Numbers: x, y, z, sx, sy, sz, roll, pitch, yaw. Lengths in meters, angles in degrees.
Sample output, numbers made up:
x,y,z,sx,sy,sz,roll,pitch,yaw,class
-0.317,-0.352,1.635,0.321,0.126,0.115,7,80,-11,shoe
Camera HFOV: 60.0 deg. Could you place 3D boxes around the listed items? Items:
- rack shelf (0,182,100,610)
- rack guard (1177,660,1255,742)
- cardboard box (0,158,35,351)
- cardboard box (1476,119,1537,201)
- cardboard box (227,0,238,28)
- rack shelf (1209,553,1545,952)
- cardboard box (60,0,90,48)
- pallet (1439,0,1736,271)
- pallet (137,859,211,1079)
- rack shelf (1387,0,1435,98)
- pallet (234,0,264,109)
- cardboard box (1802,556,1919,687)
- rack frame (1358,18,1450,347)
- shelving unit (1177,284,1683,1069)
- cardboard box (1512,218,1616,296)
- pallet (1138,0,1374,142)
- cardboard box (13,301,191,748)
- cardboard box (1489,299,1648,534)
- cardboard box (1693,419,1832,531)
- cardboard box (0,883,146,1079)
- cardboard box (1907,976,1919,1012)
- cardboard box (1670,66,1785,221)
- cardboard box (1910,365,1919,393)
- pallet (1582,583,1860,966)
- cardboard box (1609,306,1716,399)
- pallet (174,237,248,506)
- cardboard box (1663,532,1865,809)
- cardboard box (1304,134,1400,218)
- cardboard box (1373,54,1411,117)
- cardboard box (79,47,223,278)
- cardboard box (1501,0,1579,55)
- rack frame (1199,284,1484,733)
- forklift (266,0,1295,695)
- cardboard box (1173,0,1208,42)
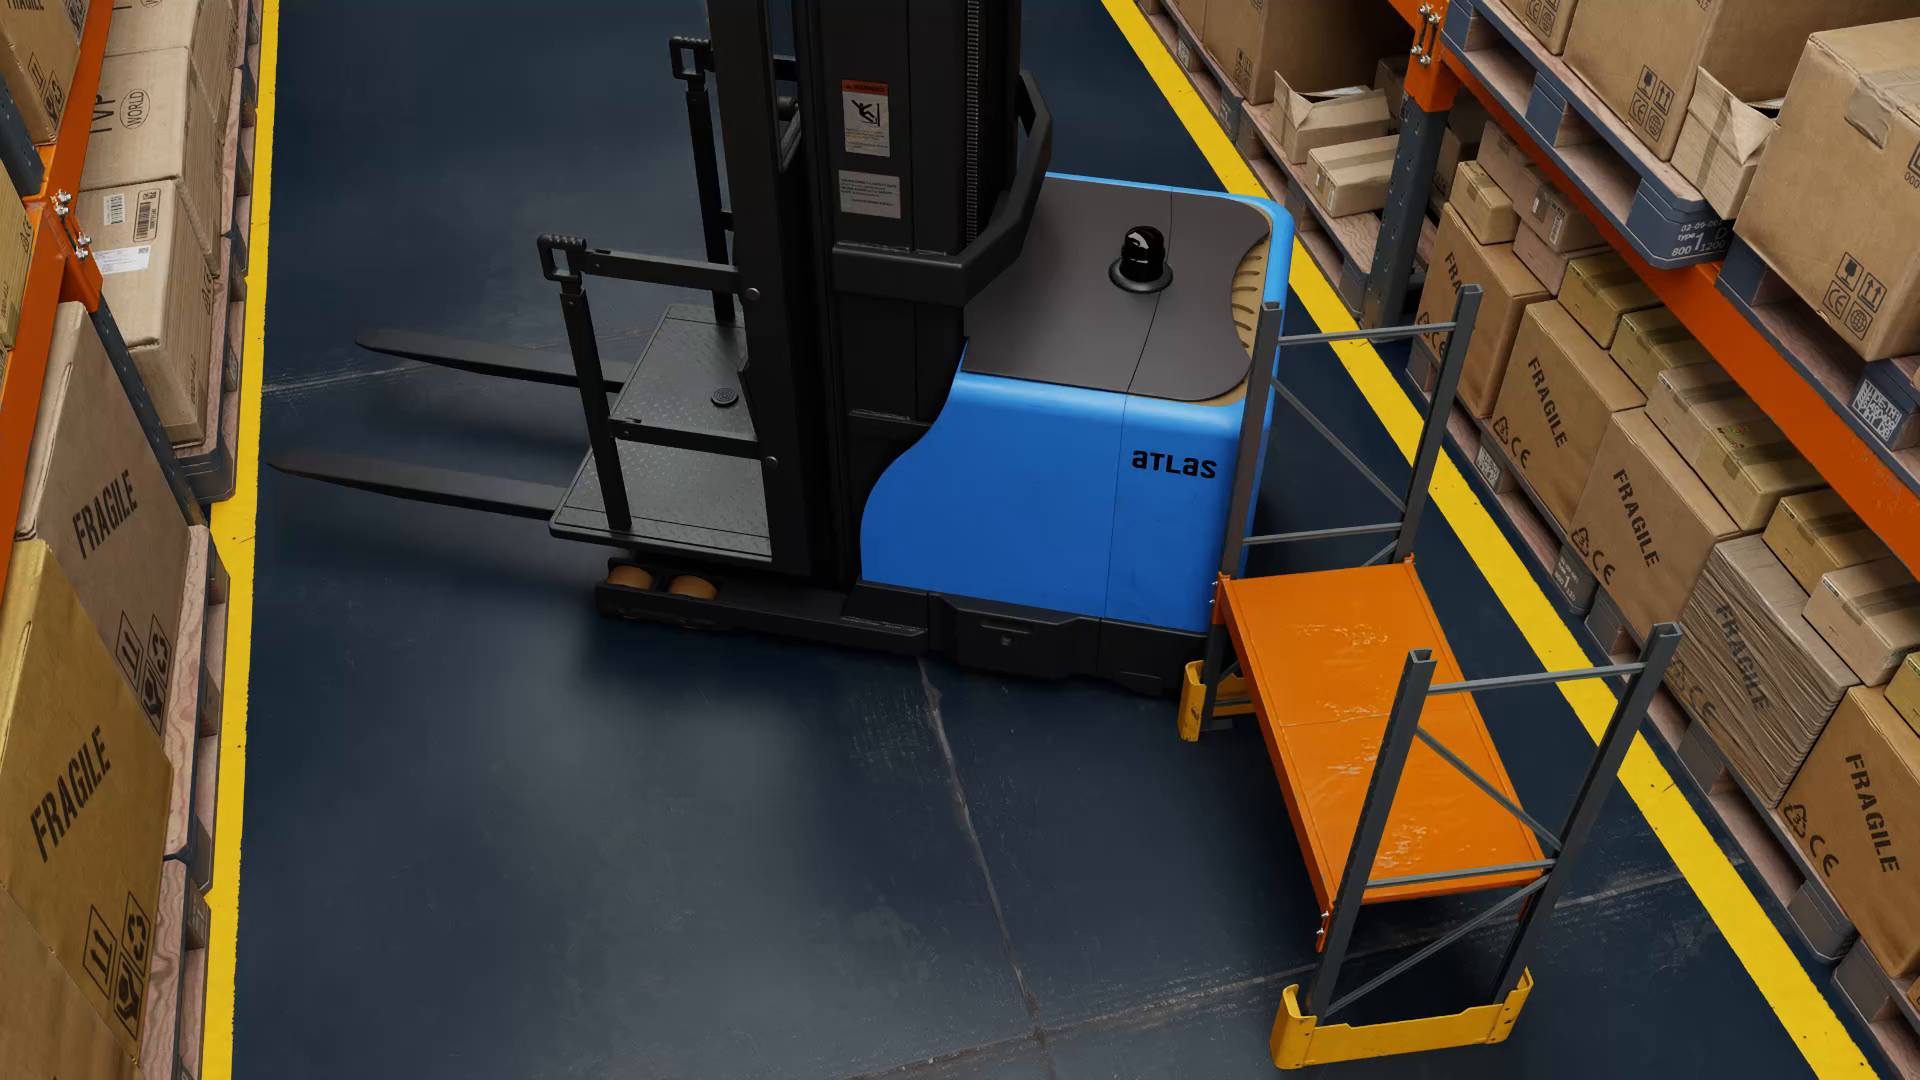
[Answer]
x,y,z,sx,sy,sz,roll,pitch,yaw,class
-2.348,0.669,2.998,1.077,0.370,4.000,-11,47,-10,rack shelf
0.913,0.426,4.658,0.587,0.250,0.087,-5,46,-5,rack guard
-2.502,-0.648,3.889,0.500,0.250,0.500,-12,47,-11,cardboard box
1.830,-1.192,5.112,0.380,0.149,0.250,-11,47,-11,cardboard box
-3.619,-2.538,7.137,0.875,0.438,0.875,-12,47,-12,cardboard box
0.980,0.473,3.988,0.538,0.185,1.000,-5,46,-5,rack shelf
-2.852,-1.719,4.764,0.500,0.500,0.500,-10,47,-10,cardboard box
2.036,-1.235,4.495,1.003,0.211,1.213,-11,47,-10,pallet
-2.274,1.375,3.755,1.003,0.211,1.213,-11,47,-10,pallet
1.425,-3.003,6.596,1.077,0.370,4.000,-11,47,-10,rack shelf
-3.604,-2.212,7.270,1.003,0.211,1.213,-11,47,-10,pallet
2.277,0.173,3.982,0.380,0.149,0.250,-13,47,-12,cardboard box
1.937,-1.874,4.986,1.000,3.000,0.127,-11,47,-10,rack frame
0.979,0.341,3.866,0.587,1.500,1.083,-5,46,-5,shelving unit
1.917,-0.900,5.033,0.380,0.149,0.250,-12,47,-11,cardboard box
1.446,-2.216,7.274,1.003,0.211,1.213,-11,47,-10,pallet
-2.624,0.046,4.298,0.875,0.875,0.875,-9,46,-9,cardboard box
1.989,-0.405,5.003,0.500,0.500,0.500,-11,47,-11,cardboard box
2.166,-0.187,4.335,0.380,0.149,0.250,-9,46,-9,cardboard box
-2.157,1.286,3.083,0.875,0.875,0.875,-10,46,-10,cardboard box
2.527,1.016,3.611,0.500,0.500,0.500,-11,47,-11,cardboard box
1.922,-0.944,3.875,0.396,0.266,0.258,-9,46,-8,cardboard box
2.364,-0.389,3.164,0.797,0.503,0.637,-12,47,-11,cardboard box
2.497,0.501,4.612,1.003,0.211,1.213,-11,47,-10,pallet
2.077,-0.538,4.679,0.380,0.149,0.250,-11,47,-11,cardboard box
-2.980,-0.527,5.619,1.003,0.211,1.213,-11,47,-10,pallet
2.239,0.300,4.312,0.500,0.500,0.500,-12,47,-12,cardboard box
1.510,-1.354,6.179,0.380,0.149,0.250,-12,47,-12,cardboard box
1.885,-1.822,6.637,0.380,0.149,0.250,-11,47,-11,cardboard box
-3.147,-1.285,5.909,0.875,0.438,0.875,-12,47,-11,cardboard box
1.844,-1.681,4.433,0.700,0.500,0.500,-10,46,-9,cardboard box
0.912,-0.012,4.212,0.500,1.500,0.032,-5,46,-5,rack frame
-0.614,-1.119,4.295,3.031,2.935,1.130,9,46,8,forklift
1.198,-2.487,7.044,0.500,0.500,0.500,-10,46,-10,cardboard box
